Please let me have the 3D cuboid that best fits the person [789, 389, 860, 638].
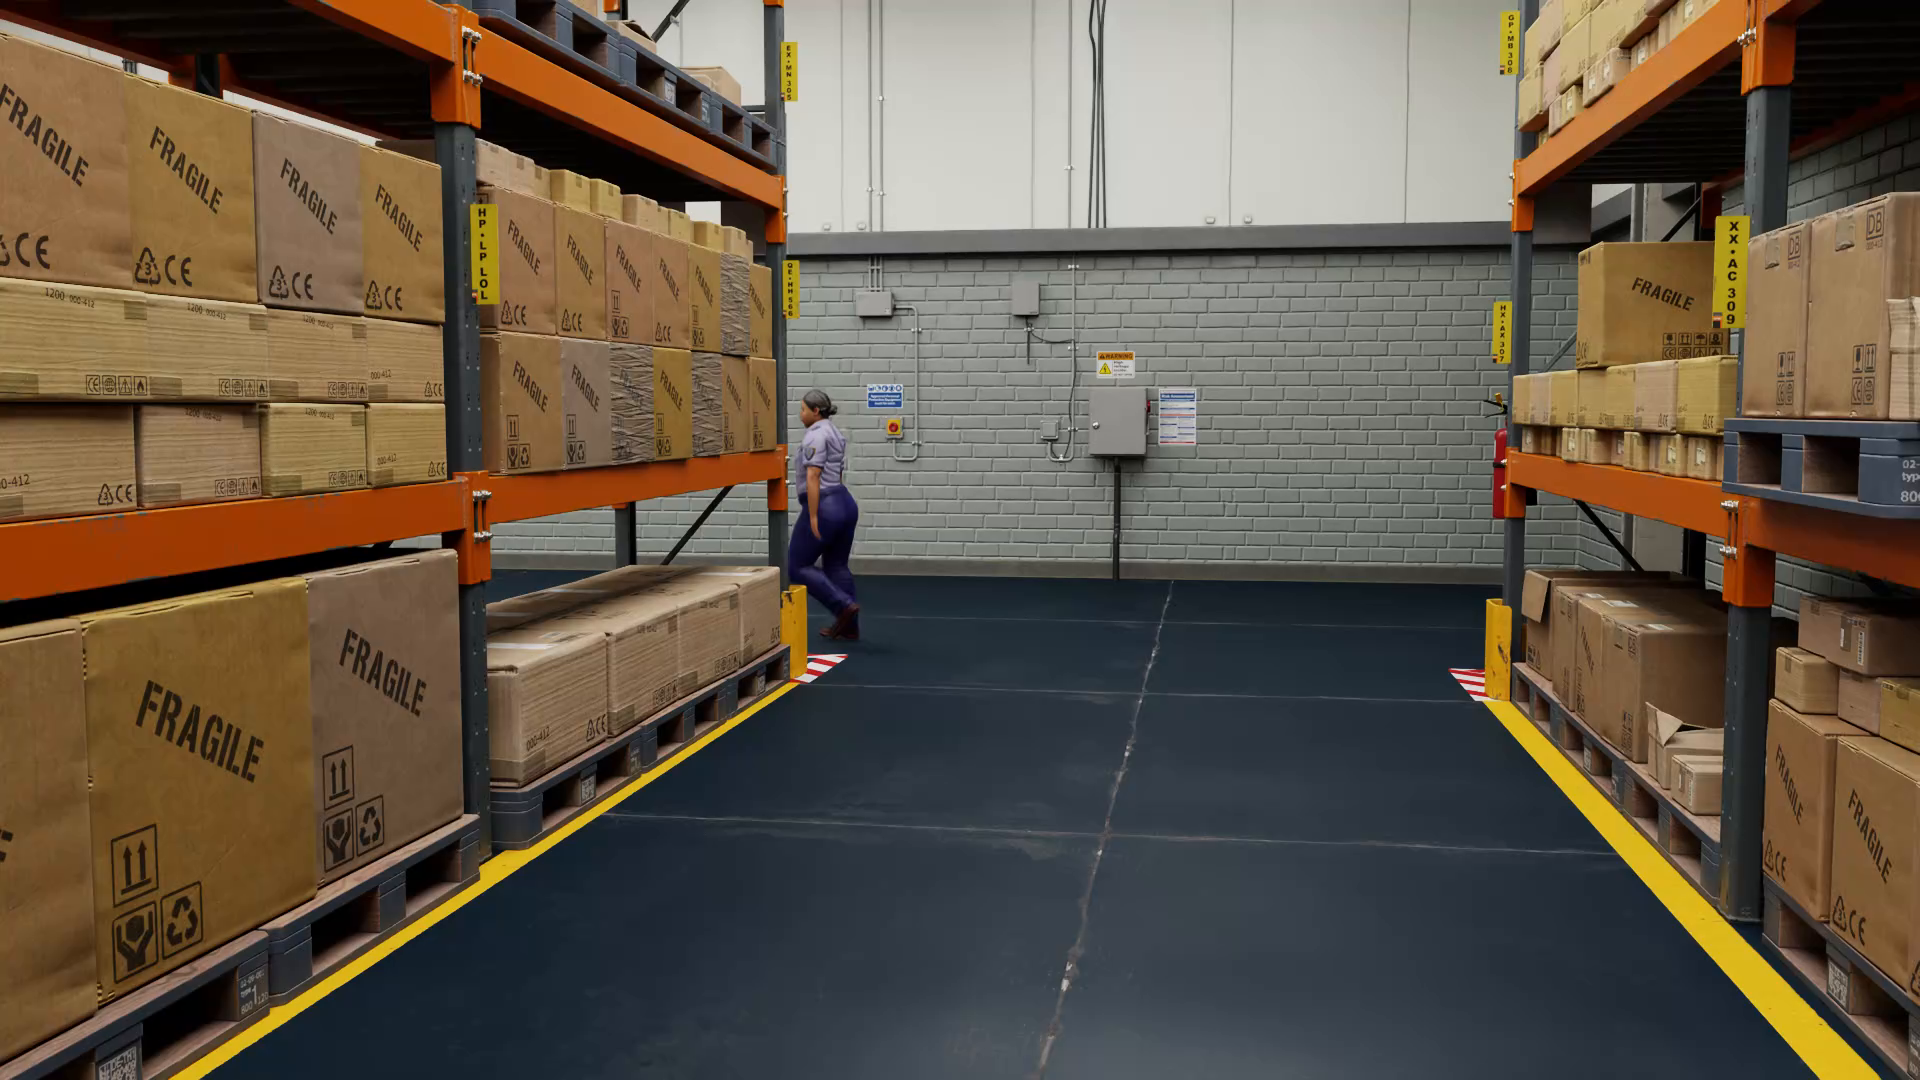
[{"bbox_3d":[-0.850,-0.157,10.751,0.485,1.627,0.618,2,5,18],"label":"person"}]
